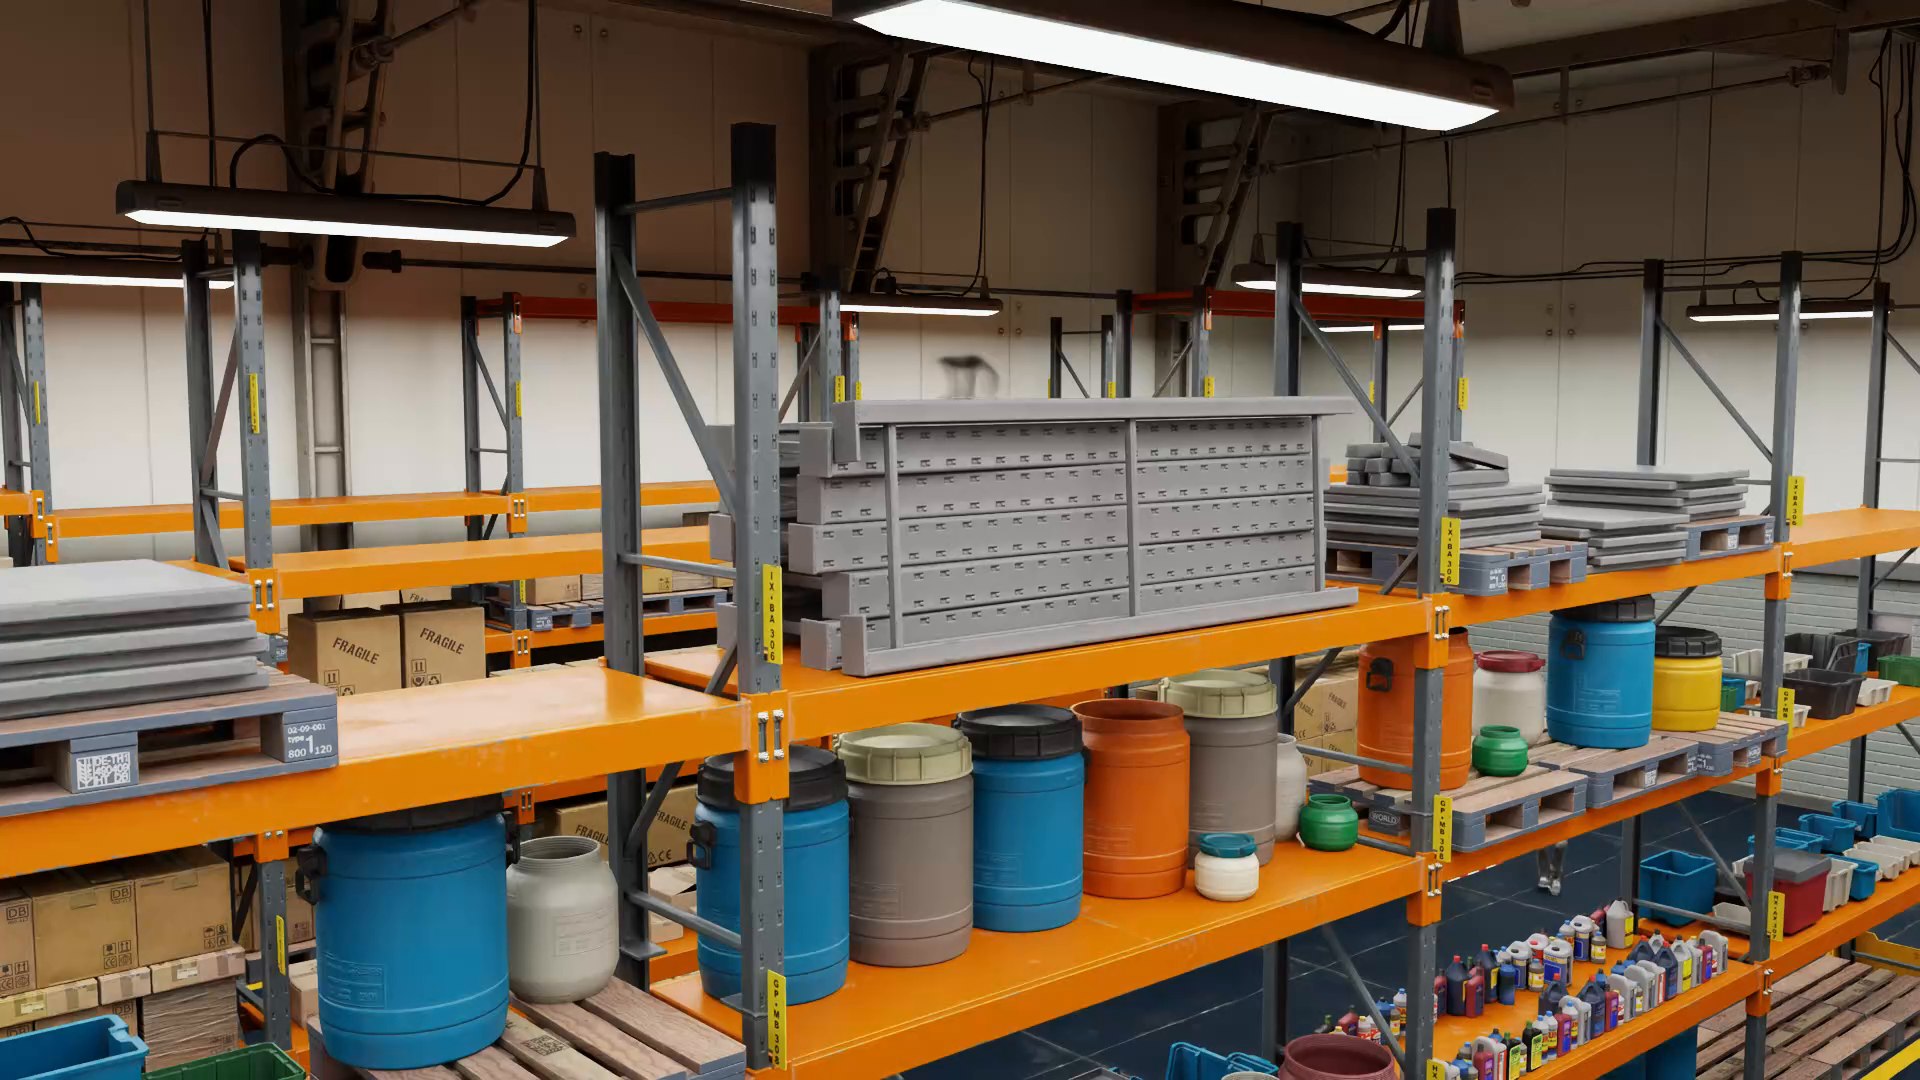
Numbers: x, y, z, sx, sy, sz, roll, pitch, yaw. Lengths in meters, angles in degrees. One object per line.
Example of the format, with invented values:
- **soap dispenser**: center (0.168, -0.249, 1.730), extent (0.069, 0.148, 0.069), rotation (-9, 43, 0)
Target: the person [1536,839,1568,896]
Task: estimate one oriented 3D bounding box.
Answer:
- **person**: center (5.956, 2.787, 16.814), extent (0.553, 1.575, 0.598), rotation (2, 6, 16)
